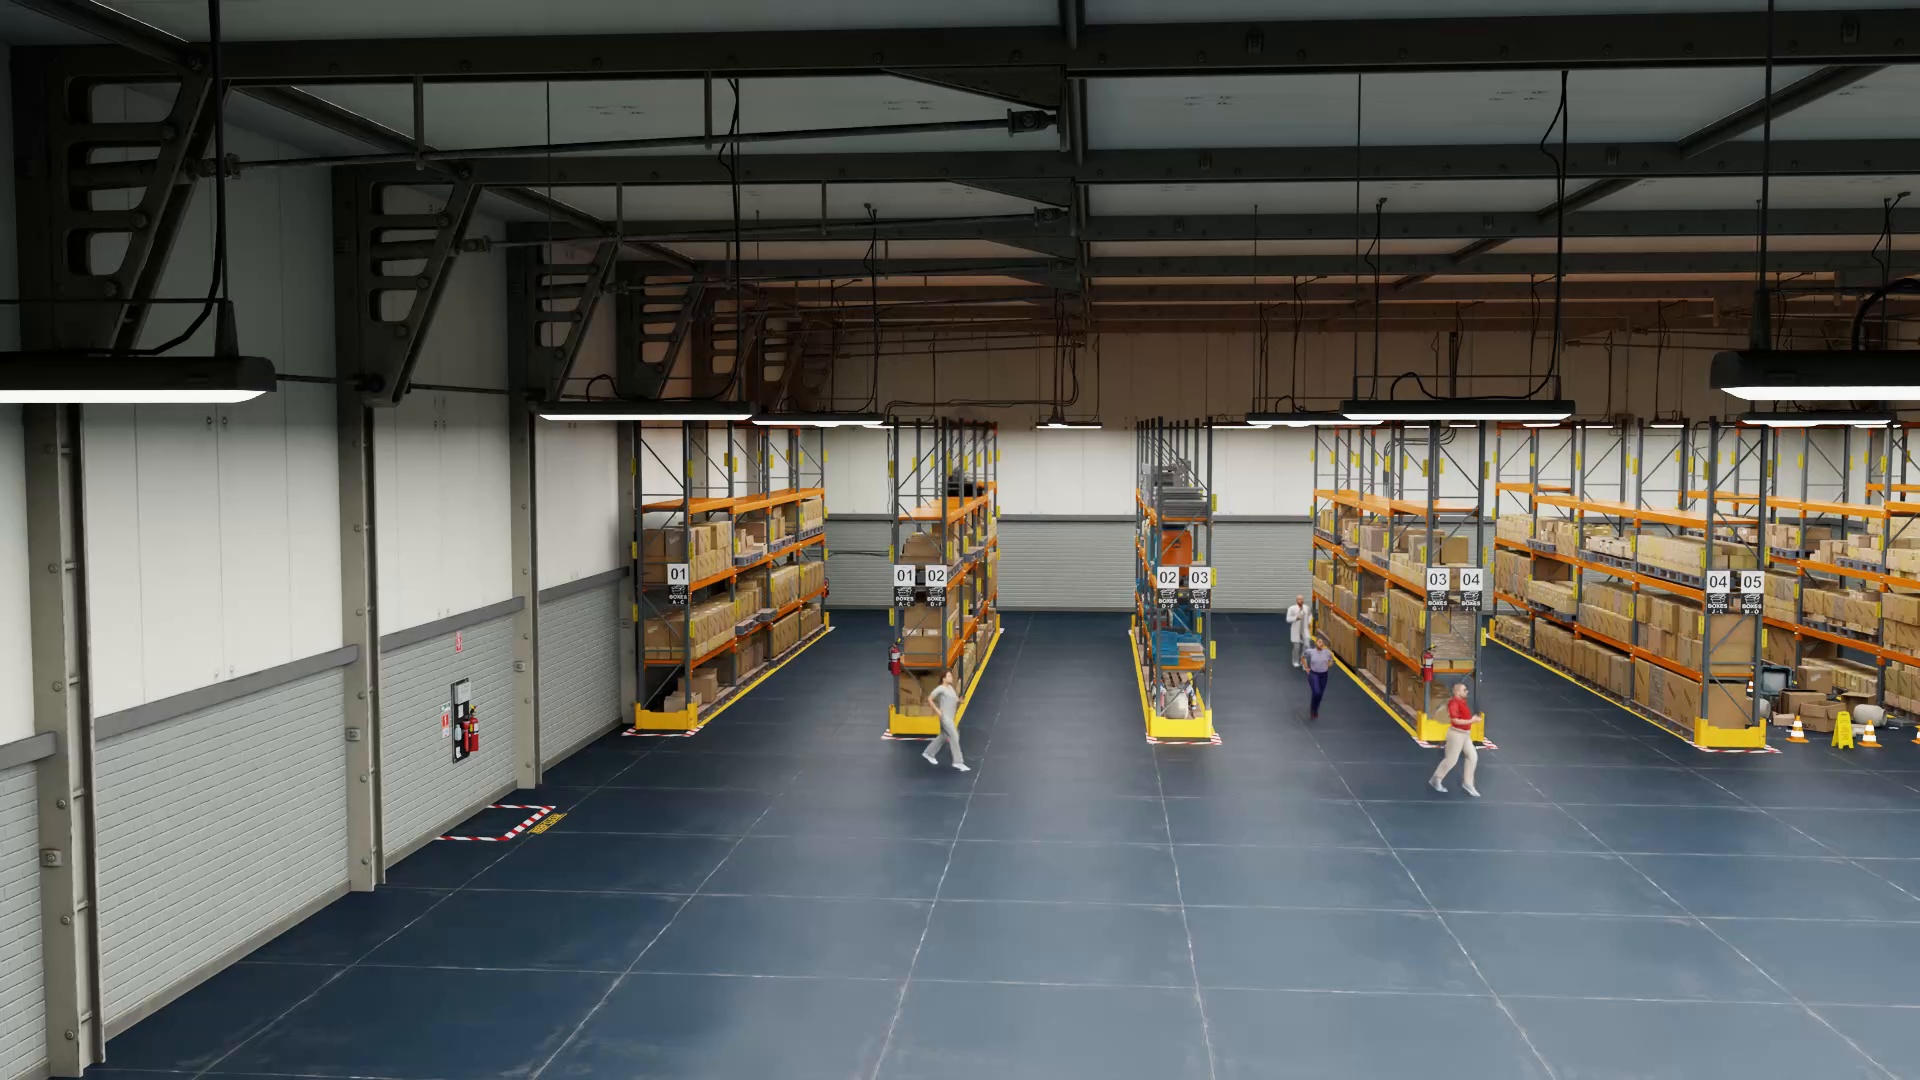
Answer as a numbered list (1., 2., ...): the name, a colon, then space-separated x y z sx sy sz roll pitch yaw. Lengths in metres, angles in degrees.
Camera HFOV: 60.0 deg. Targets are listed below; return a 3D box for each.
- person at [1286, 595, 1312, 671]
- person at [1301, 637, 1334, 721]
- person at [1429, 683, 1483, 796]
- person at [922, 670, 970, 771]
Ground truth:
1. person: 8.172 2.233 39.920 0.685 1.826 0.777 0 4 -3
2. person: 7.125 2.765 33.109 0.585 1.666 0.764 -1 4 -10
3. person: 7.824 3.154 26.189 0.811 1.806 0.678 2 4 33
4. person: -0.238 3.028 28.121 0.915 1.688 0.552 1 4 21
